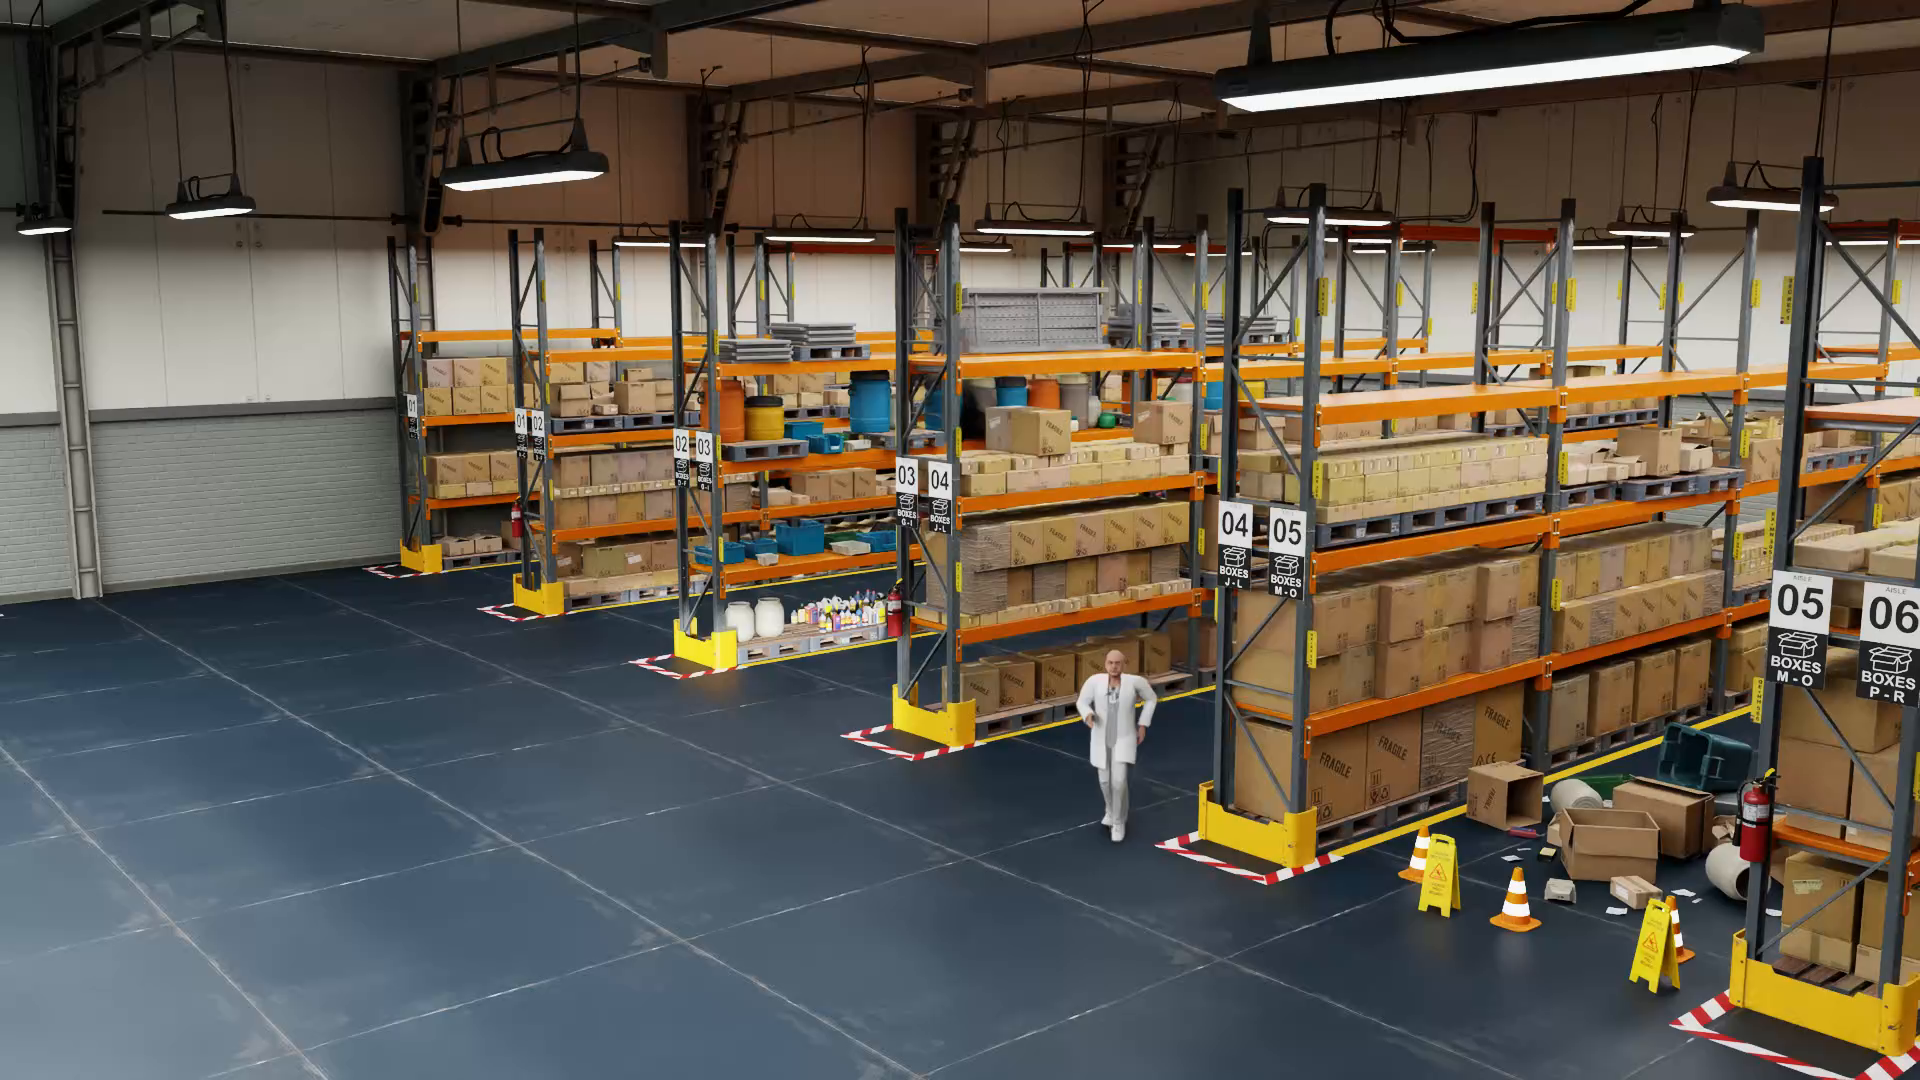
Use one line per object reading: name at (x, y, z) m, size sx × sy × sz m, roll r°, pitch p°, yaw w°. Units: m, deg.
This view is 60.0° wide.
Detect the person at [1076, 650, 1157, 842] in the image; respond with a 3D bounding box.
person at (1.442, 2.018, 15.610) m, size 0.723 × 1.630 × 0.824 m, roll 3°, pitch 9°, yaw 18°
